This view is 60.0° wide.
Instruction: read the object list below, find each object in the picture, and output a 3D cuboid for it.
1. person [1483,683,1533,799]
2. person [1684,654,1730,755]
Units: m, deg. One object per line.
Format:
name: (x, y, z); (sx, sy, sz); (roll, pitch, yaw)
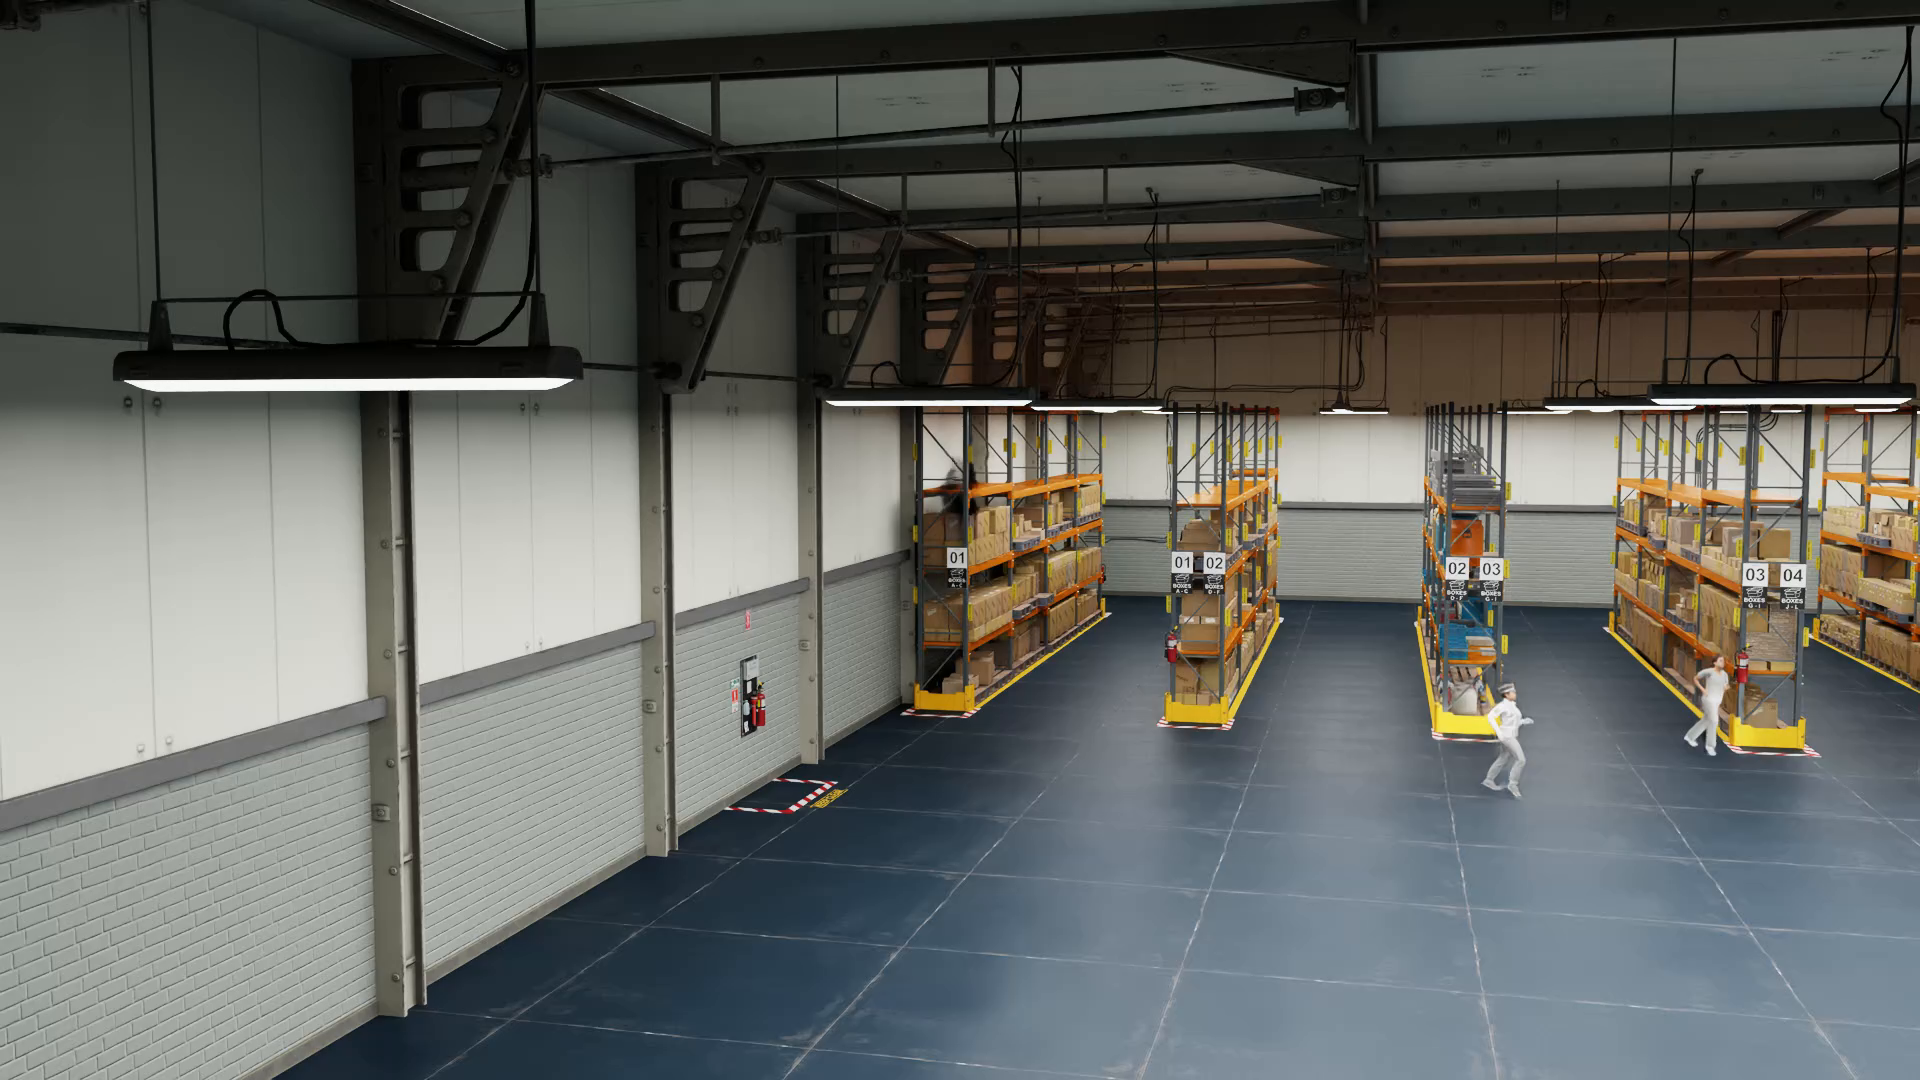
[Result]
person: (8.285, 3.024, 25.146); (0.729, 1.749, 0.576); (2, 5, 27)
person: (12.887, 2.803, 28.567); (0.583, 1.719, 0.766); (-2, 5, -24)
